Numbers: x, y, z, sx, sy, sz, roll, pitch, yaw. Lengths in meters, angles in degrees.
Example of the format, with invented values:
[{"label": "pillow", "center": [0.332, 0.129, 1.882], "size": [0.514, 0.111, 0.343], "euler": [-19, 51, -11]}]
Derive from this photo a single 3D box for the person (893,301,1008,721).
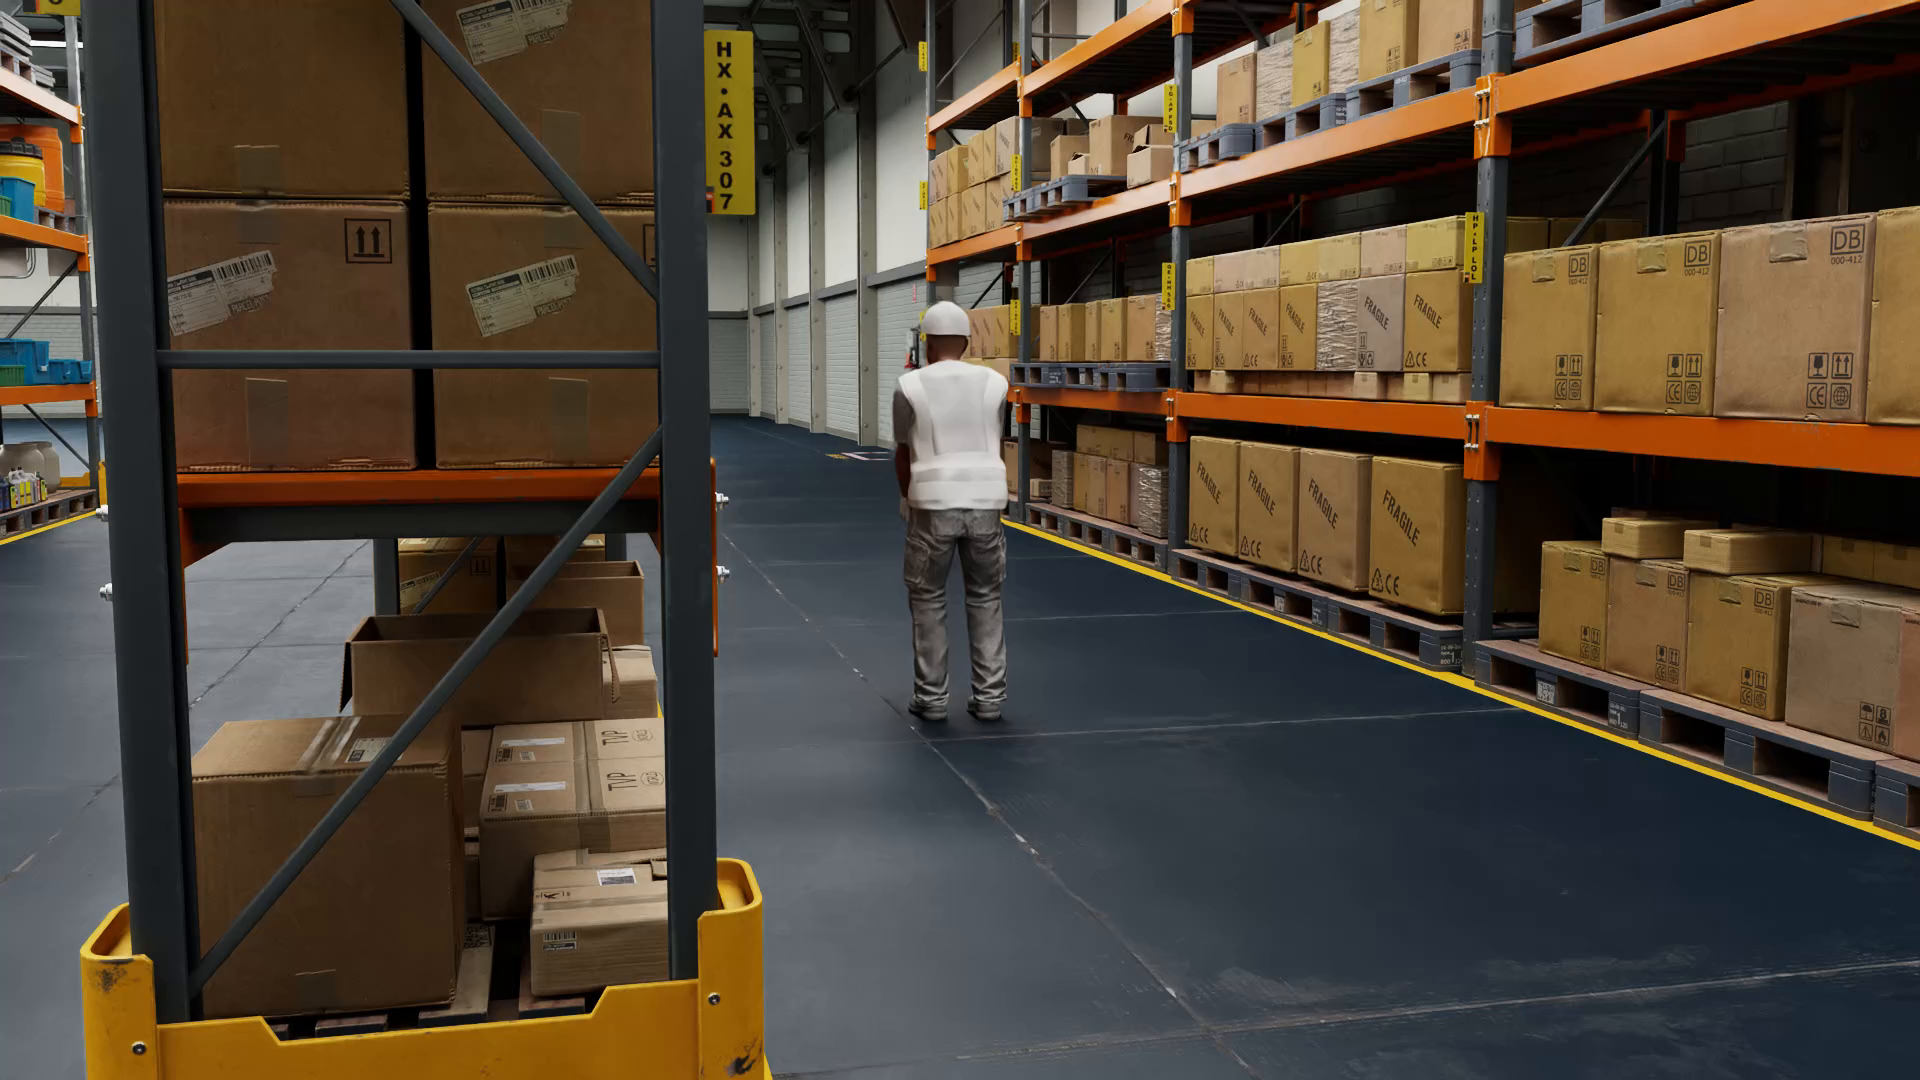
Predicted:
[{"label": "person", "center": [-0.055, -0.131, 7.110], "size": [0.491, 1.767, 0.593], "euler": [-2, 6, -15]}]
